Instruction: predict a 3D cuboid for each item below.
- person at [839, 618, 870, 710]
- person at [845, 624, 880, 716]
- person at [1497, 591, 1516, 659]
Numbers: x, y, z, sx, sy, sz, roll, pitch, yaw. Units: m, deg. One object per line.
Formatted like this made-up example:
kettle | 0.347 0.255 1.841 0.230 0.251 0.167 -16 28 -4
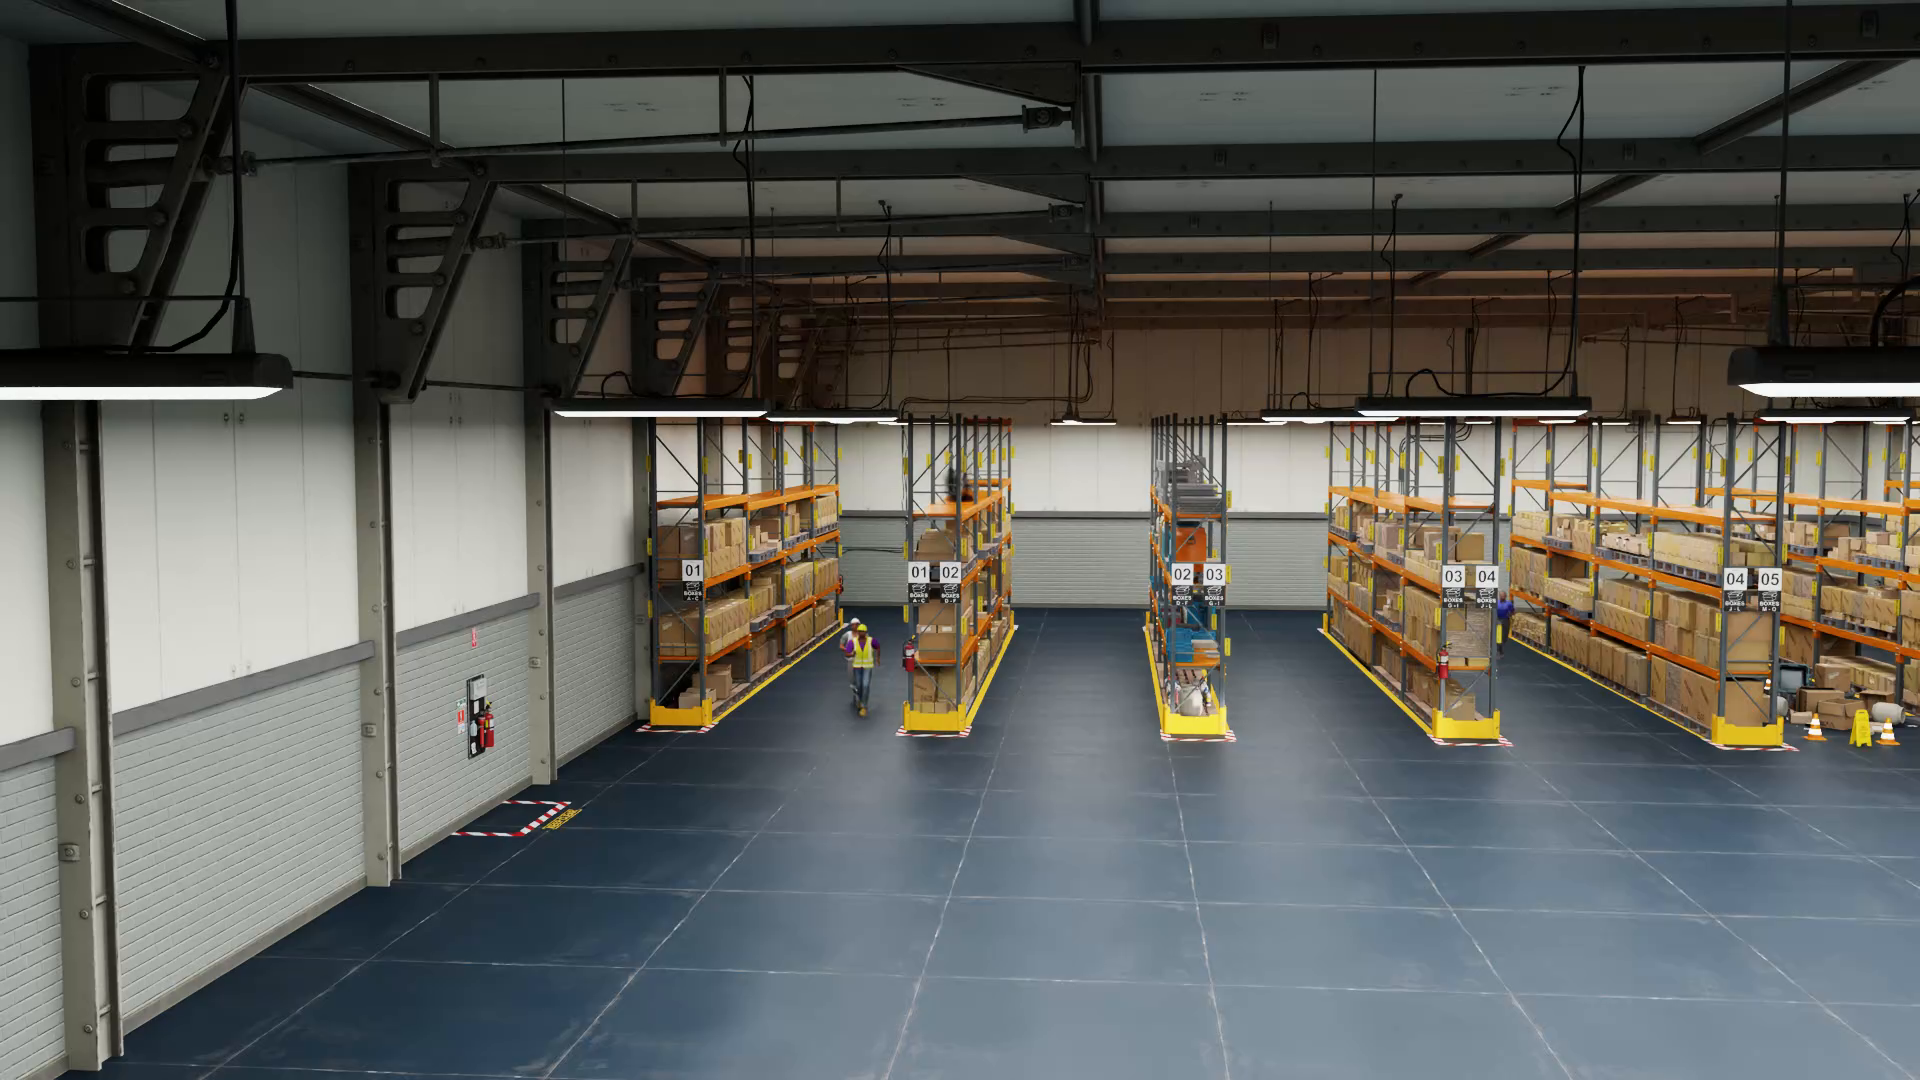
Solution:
person | -2.158 2.509 34.209 0.642 1.825 0.880 0 4 1
person | -1.958 2.568 33.336 0.689 1.777 0.953 0 4 4
person | 13.590 2.107 41.579 0.569 1.669 0.837 1 4 12
